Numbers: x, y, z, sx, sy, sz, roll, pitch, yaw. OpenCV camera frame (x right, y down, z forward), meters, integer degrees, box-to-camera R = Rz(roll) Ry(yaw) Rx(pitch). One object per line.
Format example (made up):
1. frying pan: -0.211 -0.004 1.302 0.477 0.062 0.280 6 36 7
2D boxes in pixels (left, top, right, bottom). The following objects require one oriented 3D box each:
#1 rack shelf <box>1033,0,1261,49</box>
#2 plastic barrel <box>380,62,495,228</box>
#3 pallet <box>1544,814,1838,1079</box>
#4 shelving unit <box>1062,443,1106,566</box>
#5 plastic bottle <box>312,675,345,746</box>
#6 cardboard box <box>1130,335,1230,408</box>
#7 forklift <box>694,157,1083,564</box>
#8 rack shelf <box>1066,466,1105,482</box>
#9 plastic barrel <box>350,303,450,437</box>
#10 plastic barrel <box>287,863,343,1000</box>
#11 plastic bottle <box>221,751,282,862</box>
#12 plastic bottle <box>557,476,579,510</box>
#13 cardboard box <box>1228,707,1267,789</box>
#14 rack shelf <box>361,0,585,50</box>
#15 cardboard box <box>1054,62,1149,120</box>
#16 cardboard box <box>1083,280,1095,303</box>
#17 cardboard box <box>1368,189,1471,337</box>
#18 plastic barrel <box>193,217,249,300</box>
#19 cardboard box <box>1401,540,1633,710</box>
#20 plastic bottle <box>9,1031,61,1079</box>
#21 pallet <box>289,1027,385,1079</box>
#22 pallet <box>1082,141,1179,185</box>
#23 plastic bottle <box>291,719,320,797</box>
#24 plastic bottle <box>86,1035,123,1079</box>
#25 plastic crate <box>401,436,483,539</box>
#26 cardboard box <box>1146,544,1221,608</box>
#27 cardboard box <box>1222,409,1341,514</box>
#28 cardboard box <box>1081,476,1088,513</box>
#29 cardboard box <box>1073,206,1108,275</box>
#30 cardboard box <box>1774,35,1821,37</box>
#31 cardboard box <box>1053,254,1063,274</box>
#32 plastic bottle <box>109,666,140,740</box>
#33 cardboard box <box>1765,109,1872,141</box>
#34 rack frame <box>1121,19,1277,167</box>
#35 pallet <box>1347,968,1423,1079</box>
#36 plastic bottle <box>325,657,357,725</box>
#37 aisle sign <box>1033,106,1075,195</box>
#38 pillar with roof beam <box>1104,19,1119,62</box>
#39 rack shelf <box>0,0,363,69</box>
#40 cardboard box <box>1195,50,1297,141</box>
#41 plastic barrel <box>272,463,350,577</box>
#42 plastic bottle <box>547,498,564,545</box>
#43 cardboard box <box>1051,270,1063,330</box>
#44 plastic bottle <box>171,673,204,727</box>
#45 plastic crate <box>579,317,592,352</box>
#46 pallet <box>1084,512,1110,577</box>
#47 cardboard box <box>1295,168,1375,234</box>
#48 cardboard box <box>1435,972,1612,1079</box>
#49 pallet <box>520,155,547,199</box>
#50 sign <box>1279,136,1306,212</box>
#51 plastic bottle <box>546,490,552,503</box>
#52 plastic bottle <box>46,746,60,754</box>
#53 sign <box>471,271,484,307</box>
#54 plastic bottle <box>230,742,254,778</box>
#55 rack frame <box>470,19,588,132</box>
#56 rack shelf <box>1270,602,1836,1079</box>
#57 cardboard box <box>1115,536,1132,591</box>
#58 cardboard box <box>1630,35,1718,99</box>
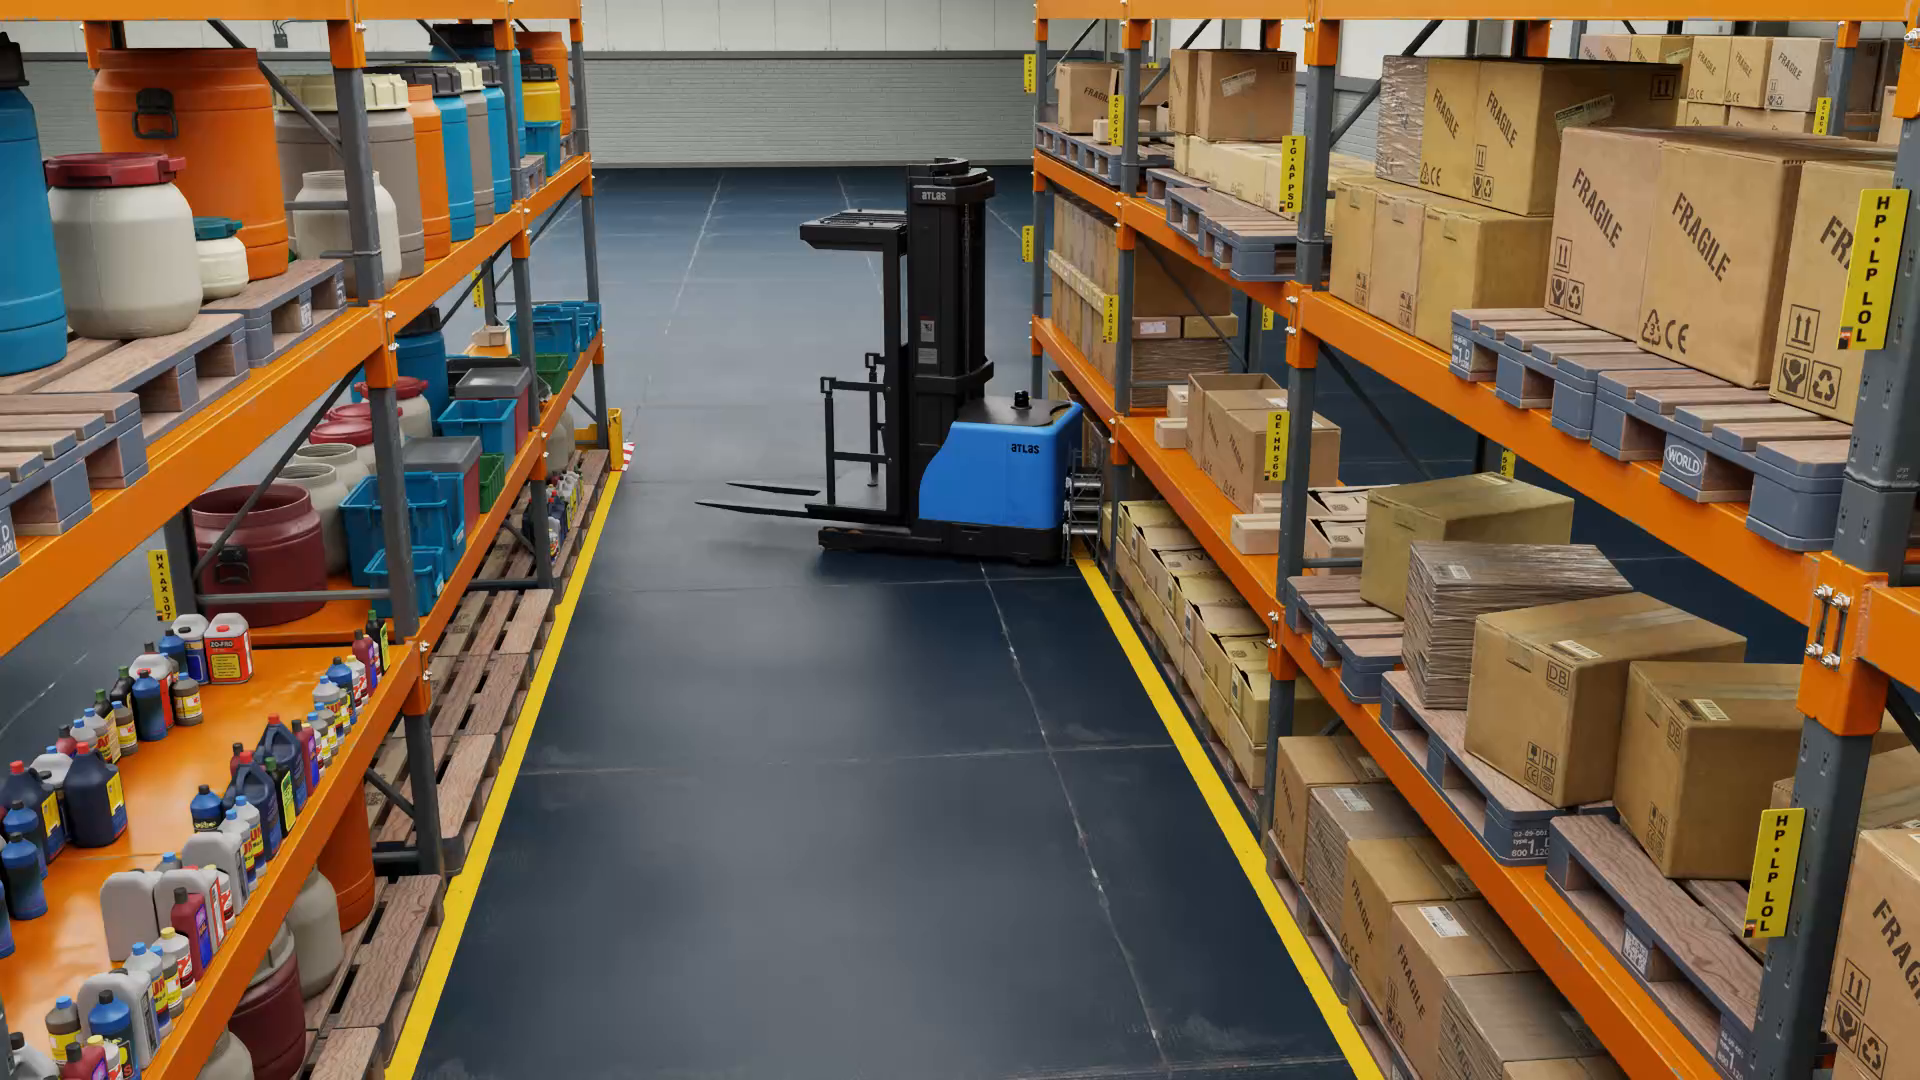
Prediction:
1. rack shelf: 1.381 -4.010 12.794 1.077 0.370 4.000 -2 18 -6
2. plastic barrel: -3.004 -2.264 9.537 0.600 0.901 0.600 0 17 0
3. pallet: 2.438 1.148 4.833 1.003 0.211 1.213 -2 18 -6
4. shelving unit: 0.925 -0.265 12.476 0.258 0.900 0.210 1 15 -7
5. plastic bottle: -2.404 0.647 6.324 0.097 0.271 0.097 0 17 0
6. cardboard box: 1.535 -1.265 12.032 0.700 0.500 0.500 -2 18 -7
7. forklift: -0.598 -1.453 12.911 3.031 2.935 1.130 5 18 16
8. rack shelf: 0.937 -0.493 12.416 0.258 0.077 0.200 1 15 -7
9. plastic barrel: -3.602 -1.048 10.671 0.600 0.901 0.708 -2 18 -6
10. plastic barrel: -2.713 1.556 6.667 0.421 0.512 0.421 0 17 0
11. plastic bottle: -2.336 0.873 5.471 0.144 0.351 0.185 -2 18 -6
12. plastic bottle: -3.114 -0.385 13.208 0.152 0.276 0.135 -2 18 -7
13. cardboard box: 1.703 1.069 8.655 0.500 0.250 0.500 -1 17 -4
14. rack shelf: -3.547 -3.858 12.310 1.077 0.370 4.000 -2 18 -6
15. cardboard box: 1.230 -3.853 14.328 0.797 0.503 0.637 -1 17 -2
16. cardboard box: 1.186 -1.974 13.208 0.380 0.149 0.250 -1 17 -4
17. cardboard box: 2.131 -1.092 6.472 0.910 0.500 0.500 -2 18 -6
18. plastic barrel: -2.671 -0.992 5.852 0.301 0.262 0.301 0 17 0
19. cardboard box: 2.081 0.321 6.280 0.700 0.500 0.500 1 17 5
20. plastic bottle: -2.233 1.347 3.963 0.144 0.351 0.185 -2 18 -6
21. pallet: -2.682 2.185 5.865 1.003 0.211 1.213 -2 18 -6
22. pallet: 1.473 -2.728 11.998 1.003 0.211 1.213 -2 18 -6
23. plastic bottle: -2.344 0.762 5.938 0.061 0.283 0.133 -2 18 -6
24. plastic bottle: -2.172 1.349 4.205 0.097 0.201 0.097 0 17 0
25. plastic crate: -2.790 -0.263 8.901 0.402 0.464 0.583 -2 18 -6
26. cardboard box: 1.483 0.193 10.508 0.500 0.311 0.500 -2 18 -7
27. cardboard box: 1.810 -0.441 9.406 0.500 0.500 0.500 -3 18 -9
28. cardboard box: 1.214 -0.403 13.343 0.500 0.250 0.500 -2 18 -6
29. cardboard box: 1.328 -2.482 13.742 0.700 0.500 0.500 -2 18 -5
30. cardboard box: 6.546 -3.817 13.448 0.500 0.500 0.500 -2 18 -6
31. cardboard box: 1.031 -2.432 14.667 0.380 0.149 0.250 -2 18 -7
32. plastic bottle: -3.188 0.632 6.351 0.061 0.283 0.133 -2 18 -6
33. cardboard box: 6.216 -2.872 12.108 0.500 0.500 0.500 -1 17 -4
34. rack frame: 1.587 -3.948 10.728 1.000 3.000 0.127 -2 18 -6
35. pallet: 2.162 2.023 6.381 1.003 0.211 1.213 -2 18 -6
36. plastic bottle: -2.424 0.589 6.509 0.097 0.271 0.097 0 17 0
37. aisle sign: 0.863 -3.528 15.066 0.394 0.787 0.004 -2 18 -6
38. pillar with roof beam: -0.342 -13.917 42.482 9.100 9.000 0.400 -2 18 -6
39. rack shelf: -2.721 -1.474 4.718 1.077 0.370 4.000 -2 18 -6
40. cardboard box: 1.693 -2.649 9.897 0.500 0.500 0.500 0 17 0
41. plastic barrel: -3.246 -0.095 8.285 0.421 0.512 0.421 0 17 0
42. plastic bottle: -3.011 -0.133 12.281 0.144 0.351 0.185 -1 17 -4
43. cardboard box: 1.210 -2.185 14.963 0.700 0.500 0.500 -2 18 -6
44. plastic bottle: -3.035 0.620 6.525 0.097 0.201 0.097 0 17 0
45. plastic crate: -3.342 -1.721 13.899 0.499 0.251 0.408 -2 18 -6
46. pallet: 1.547 0.007 12.803 1.003 0.211 1.213 -2 18 -6
47. cardboard box: 1.897 -1.587 7.766 0.500 0.250 0.500 -3 18 -10
48. cardboard box: 1.982 1.846 5.729 0.500 0.500 0.500 -2 17 -5
49. pallet: -3.512 -2.487 11.397 1.213 0.211 1.003 -2 18 -6
50. sign: 1.447 -1.595 7.245 0.100 0.325 0.005 -2 18 -6
51. plastic bottle: -3.219 -0.268 12.836 0.152 0.276 0.135 -2 18 -6
52. plastic bottle: -3.101 0.838 5.715 0.097 0.271 0.097 0 17 0
53. sign: -4.300 -2.242 14.847 0.100 0.325 0.005 -2 18 -6
54. plastic bottle: -2.468 0.821 5.748 0.061 0.283 0.133 -2 18 -6
55. rack frame: -3.753 -4.988 14.040 1.000 3.000 0.127 -2 18 -6
56. rack shelf: 2.206 1.045 6.040 1.077 0.370 4.000 -2 18 -6
57. cardboard box: 1.382 0.154 11.569 0.500 0.250 0.500 -2 18 -7
58. cardboard box: 5.965 -3.971 13.941 0.500 0.500 0.500 -1 17 -4
